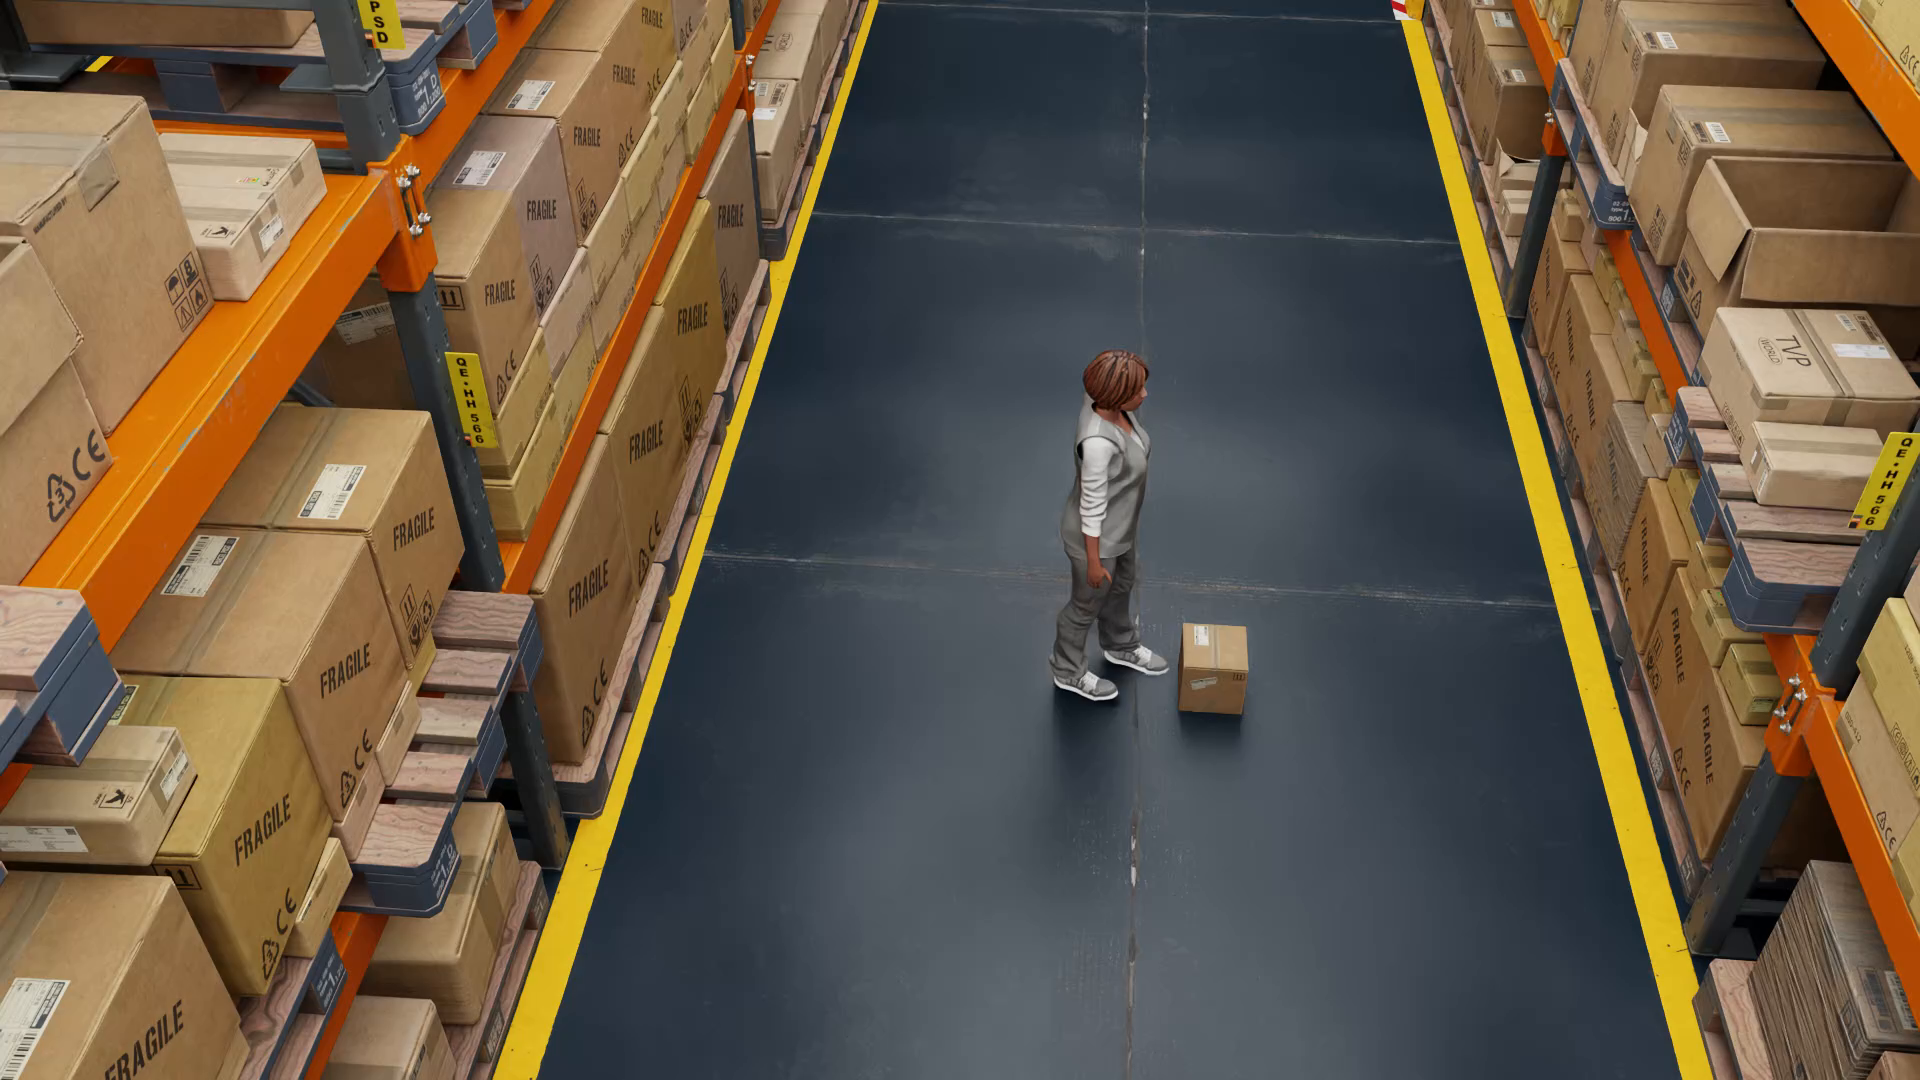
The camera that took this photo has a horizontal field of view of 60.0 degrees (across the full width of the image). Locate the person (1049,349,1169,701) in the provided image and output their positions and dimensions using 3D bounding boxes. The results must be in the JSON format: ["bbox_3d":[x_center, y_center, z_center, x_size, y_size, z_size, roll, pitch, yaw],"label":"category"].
[{"bbox_3d":[0.587,-0.009,6.185,0.473,1.603,0.441,8,41,10],"label":"person"}]
